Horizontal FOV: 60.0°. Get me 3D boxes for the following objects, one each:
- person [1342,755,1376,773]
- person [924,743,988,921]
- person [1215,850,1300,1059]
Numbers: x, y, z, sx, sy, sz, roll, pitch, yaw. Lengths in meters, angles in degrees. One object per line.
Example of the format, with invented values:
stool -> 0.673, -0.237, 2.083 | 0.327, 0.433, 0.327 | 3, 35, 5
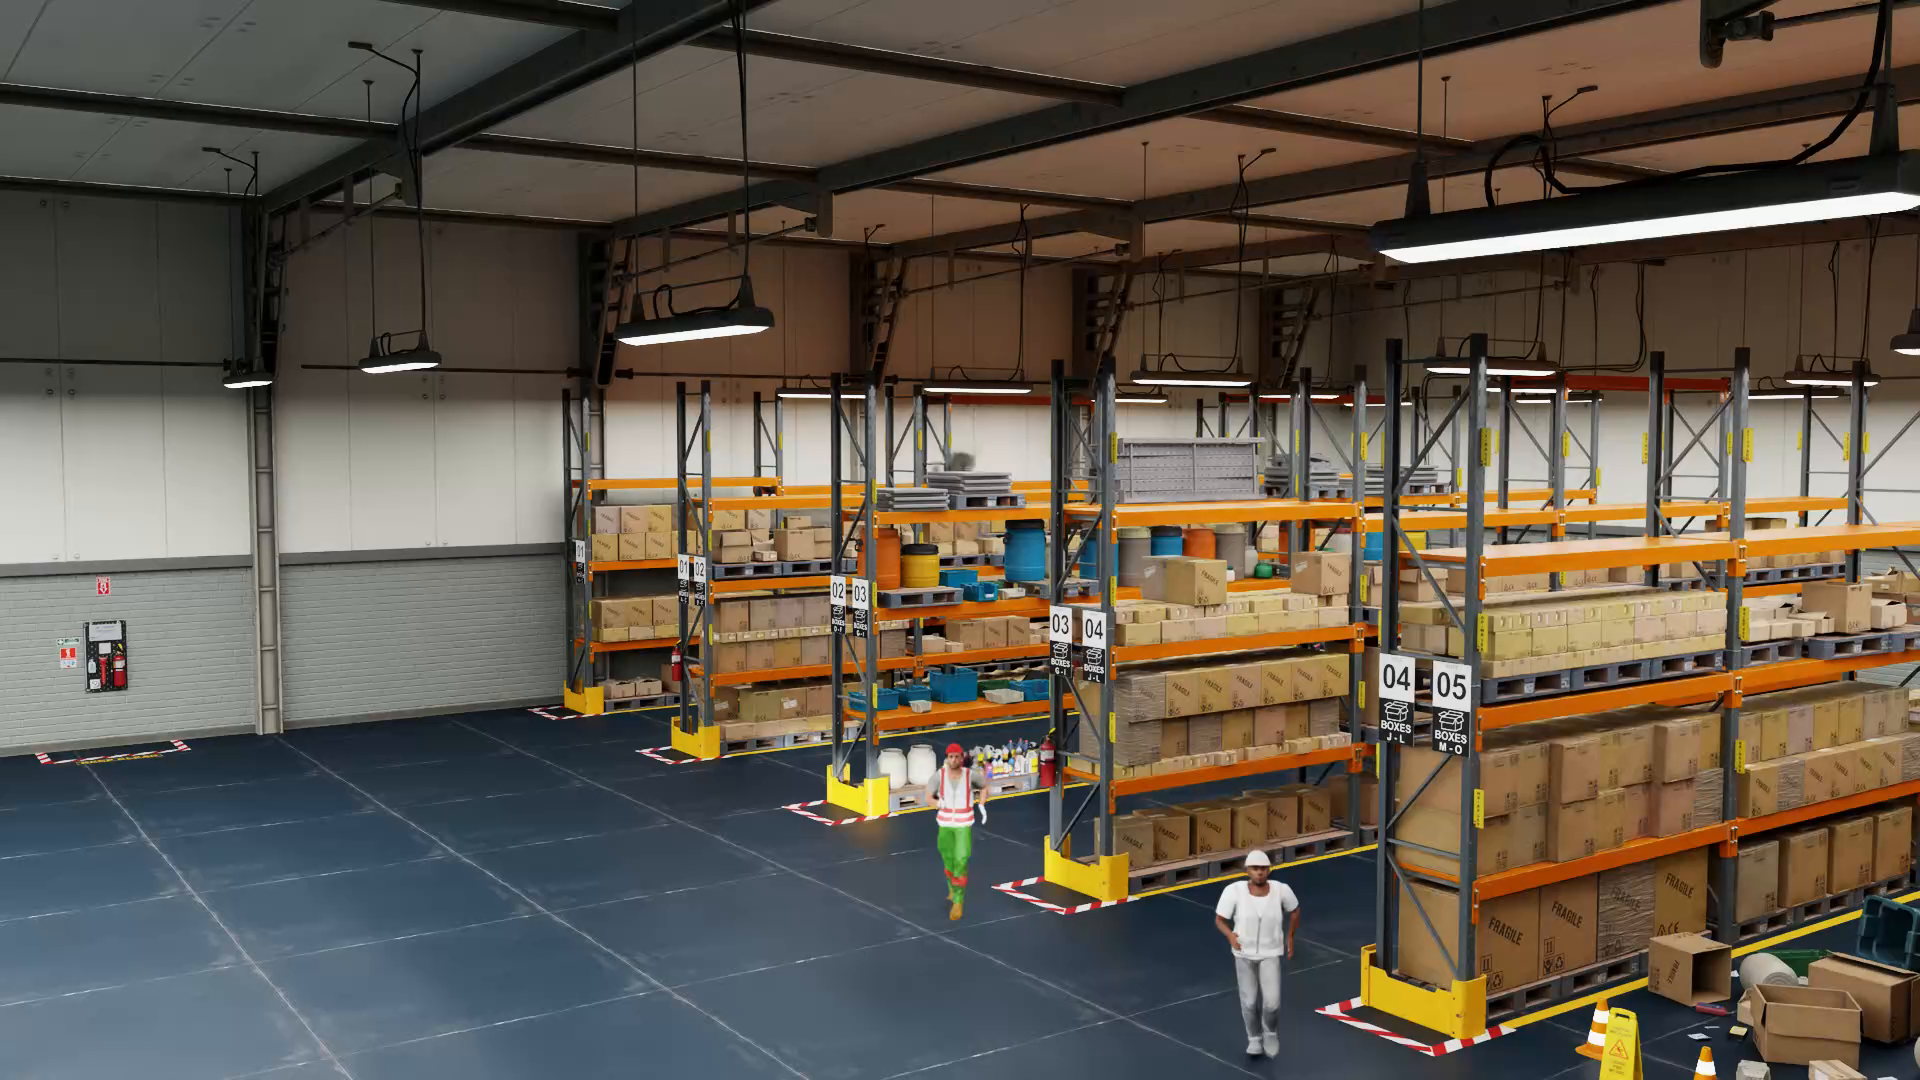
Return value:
person -> 5.867, 2.722, 24.433 | 0.789, 1.753, 0.673 | -3, 4, -35
person -> -0.059, 3.092, 17.936 | 0.669, 1.815, 0.829 | 1, 4, 10
person -> 2.443, 3.412, 13.659 | 0.698, 1.734, 0.626 | 1, 4, 10
